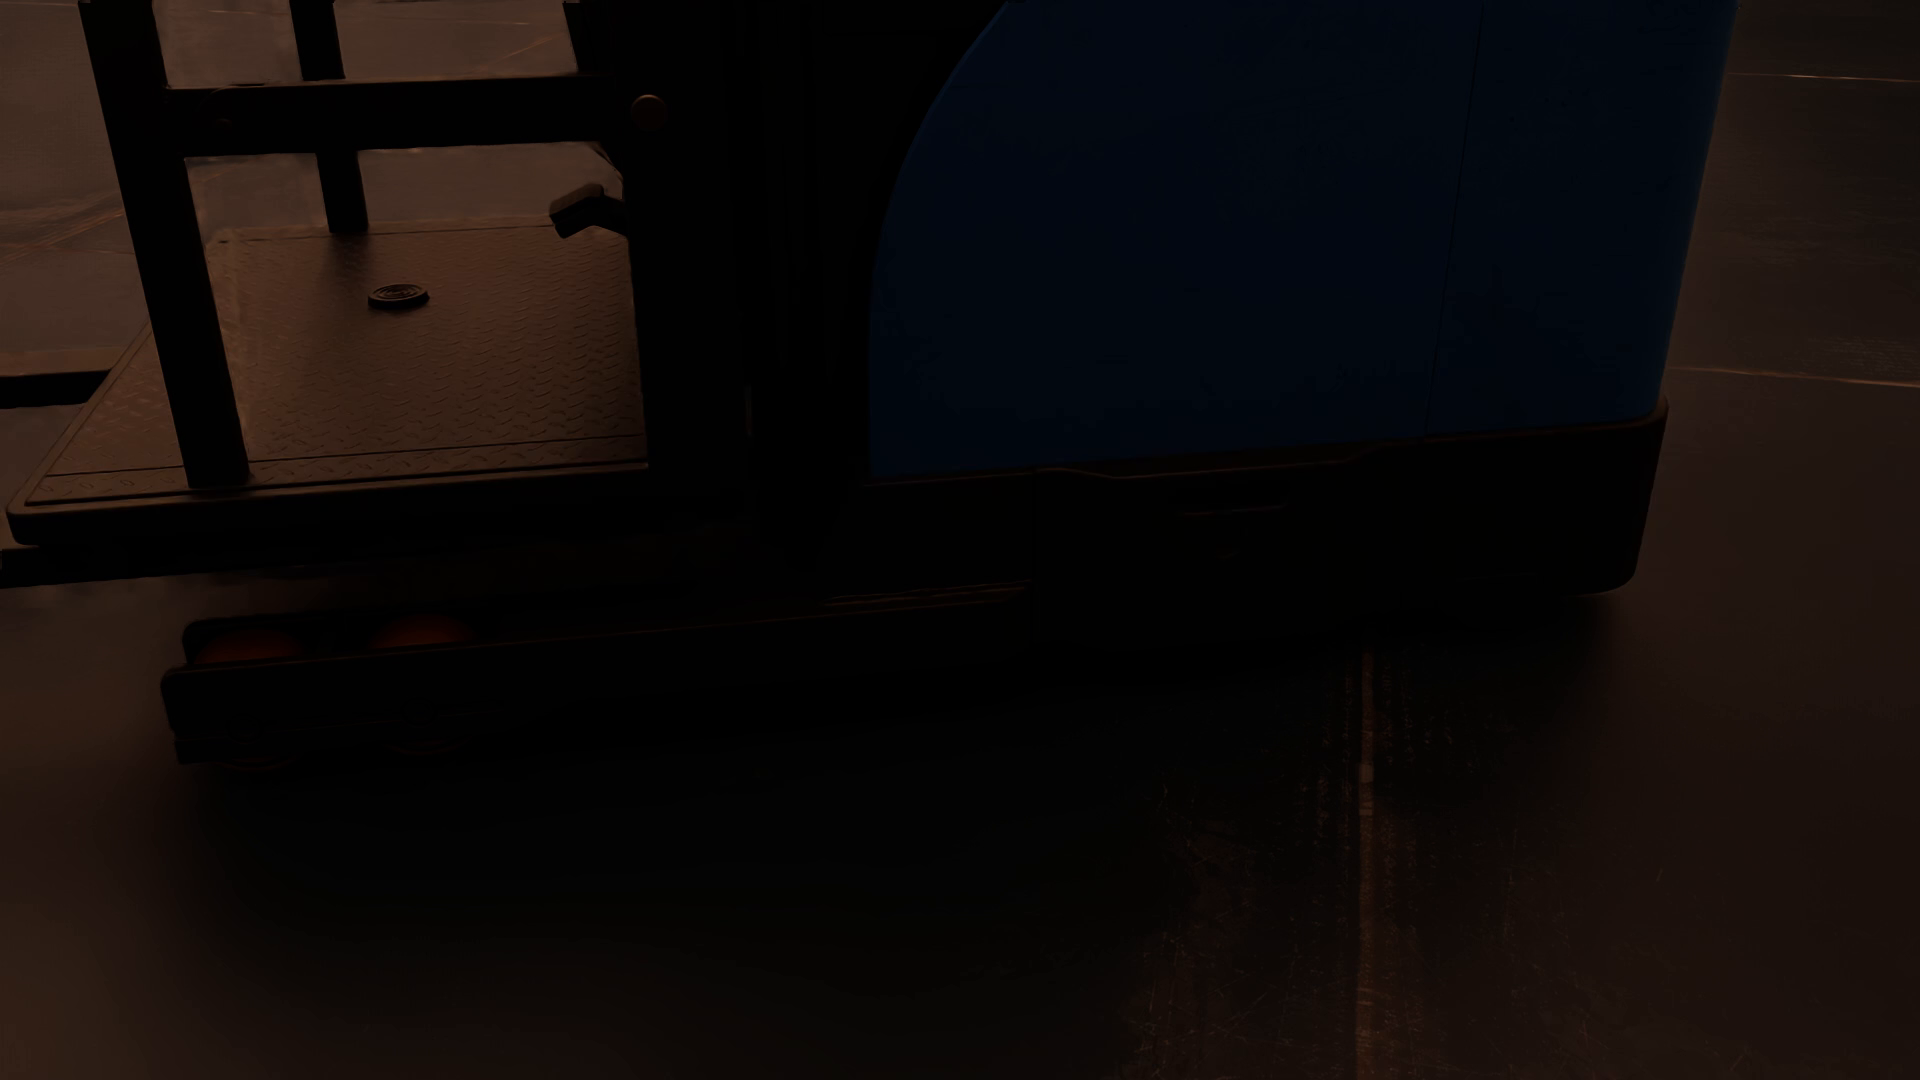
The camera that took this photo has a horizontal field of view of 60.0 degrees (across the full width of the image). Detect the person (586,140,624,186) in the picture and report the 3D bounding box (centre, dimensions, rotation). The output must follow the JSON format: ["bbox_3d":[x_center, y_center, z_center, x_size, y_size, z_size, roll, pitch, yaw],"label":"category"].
[{"bbox_3d":[-0.618,-1.236,3.473,0.785,1.339,1.287,2,27,3],"label":"person"}]

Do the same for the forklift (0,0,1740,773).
[{"bbox_3d":[-0.642,-1.293,1.809,3.031,2.935,1.130,-5,27,-9],"label":"forklift"}]
